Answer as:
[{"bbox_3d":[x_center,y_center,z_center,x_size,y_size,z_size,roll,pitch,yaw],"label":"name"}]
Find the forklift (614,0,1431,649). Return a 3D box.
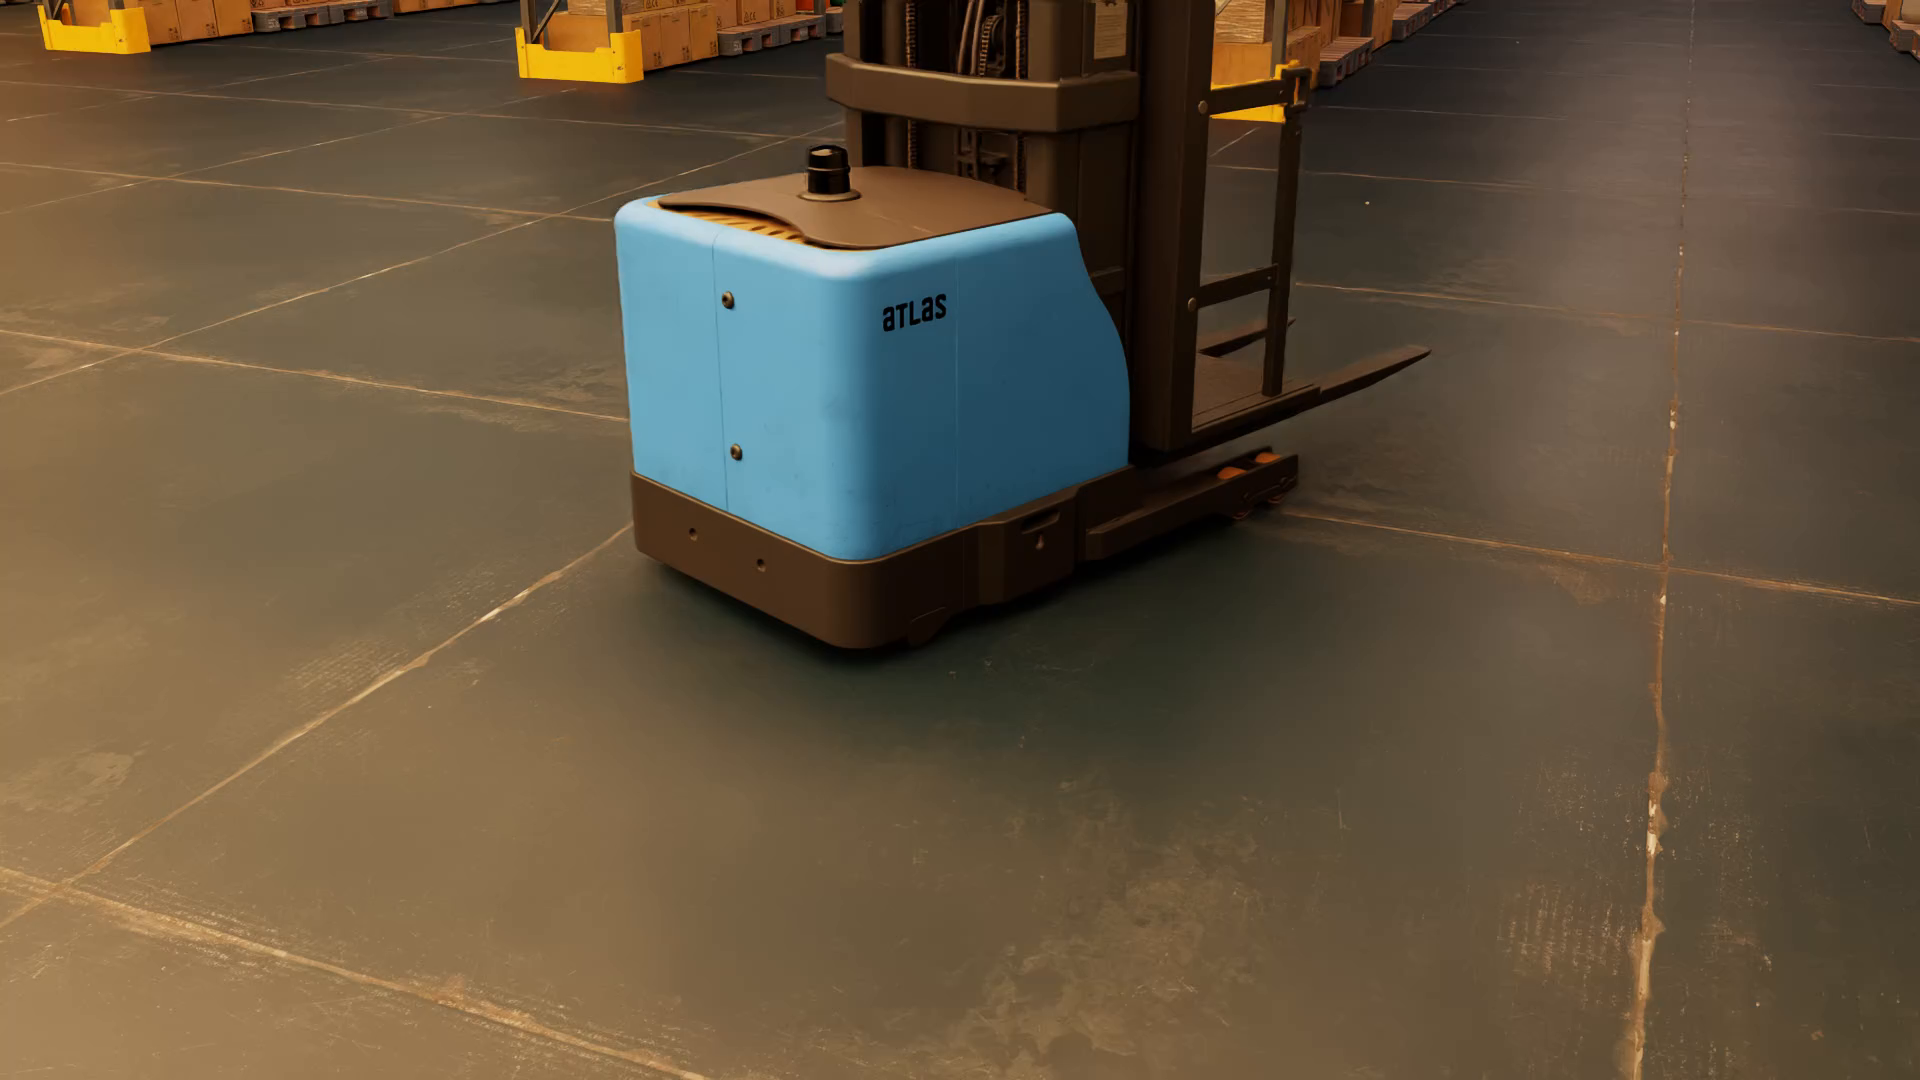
[{"bbox_3d":[0.450,-1.543,4.984,3.031,2.935,1.130,-21,30,-40],"label":"forklift"}]
